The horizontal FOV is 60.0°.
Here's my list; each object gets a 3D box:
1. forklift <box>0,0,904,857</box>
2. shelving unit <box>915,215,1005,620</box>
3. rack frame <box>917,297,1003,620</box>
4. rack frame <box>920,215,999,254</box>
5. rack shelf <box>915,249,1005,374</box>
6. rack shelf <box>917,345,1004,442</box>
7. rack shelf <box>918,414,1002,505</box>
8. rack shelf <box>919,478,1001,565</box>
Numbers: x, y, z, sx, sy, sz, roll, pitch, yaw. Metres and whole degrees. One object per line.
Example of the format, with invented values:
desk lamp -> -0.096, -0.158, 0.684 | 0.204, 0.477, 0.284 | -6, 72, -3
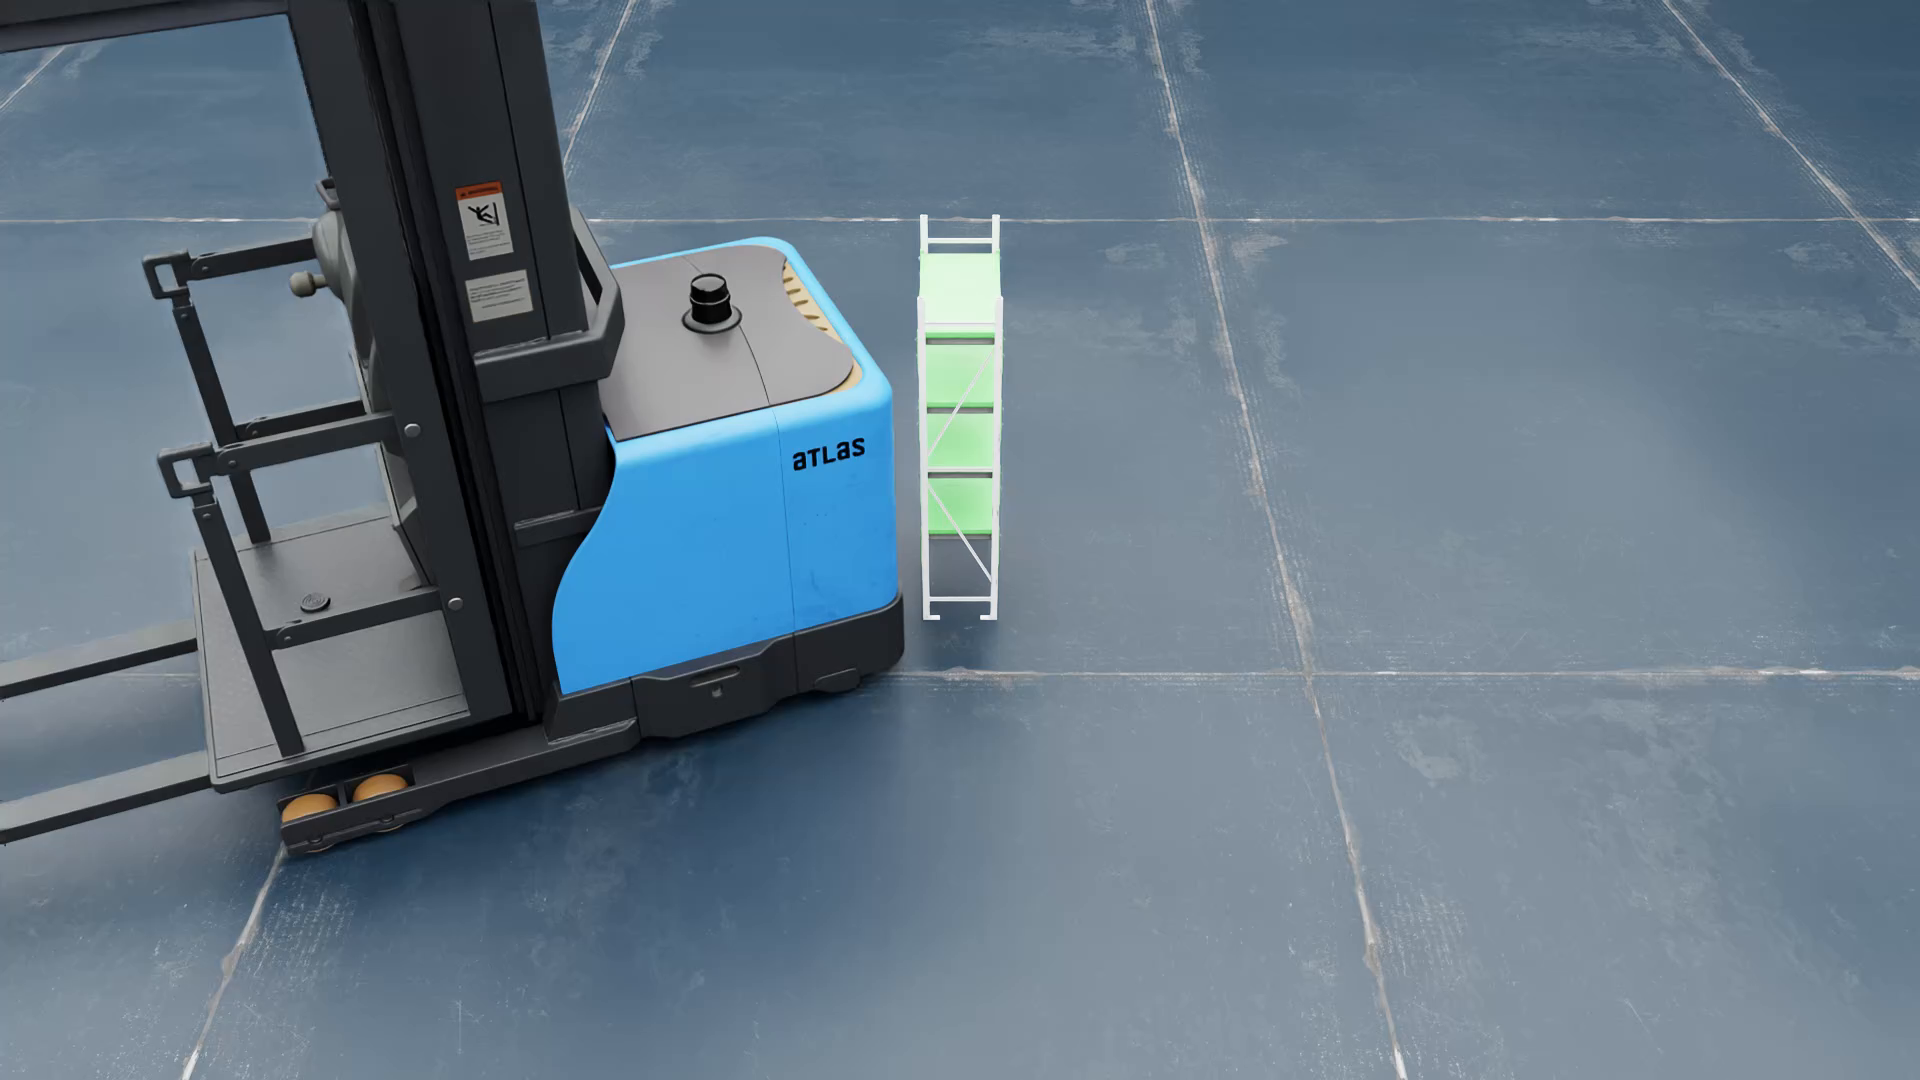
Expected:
forklift -> -1.741, -0.646, 4.212 | 3.031, 2.935, 1.130 | -15, 41, -18
shelving unit -> 0.000, -0.365, 5.246 | 0.258, 1.200, 0.503 | 0, 39, 0
rack frame -> 0.000, -0.212, 5.055 | 0.240, 1.200, 0.015 | 0, 39, 0
rack frame -> 0.000, -0.517, 5.436 | 0.240, 1.200, 0.015 | 0, 39, 0
rack shelf -> 0.000, -0.689, 4.985 | 0.258, 0.148, 0.480 | 0, 39, 0
rack shelf -> 0.000, -0.502, 5.135 | 0.258, 0.148, 0.480 | 0, 39, 0
rack shelf -> 0.000, -0.315, 5.286 | 0.258, 0.148, 0.480 | 0, 39, 0
rack shelf -> 0.000, -0.128, 5.436 | 0.258, 0.148, 0.480 | 0, 39, 0
